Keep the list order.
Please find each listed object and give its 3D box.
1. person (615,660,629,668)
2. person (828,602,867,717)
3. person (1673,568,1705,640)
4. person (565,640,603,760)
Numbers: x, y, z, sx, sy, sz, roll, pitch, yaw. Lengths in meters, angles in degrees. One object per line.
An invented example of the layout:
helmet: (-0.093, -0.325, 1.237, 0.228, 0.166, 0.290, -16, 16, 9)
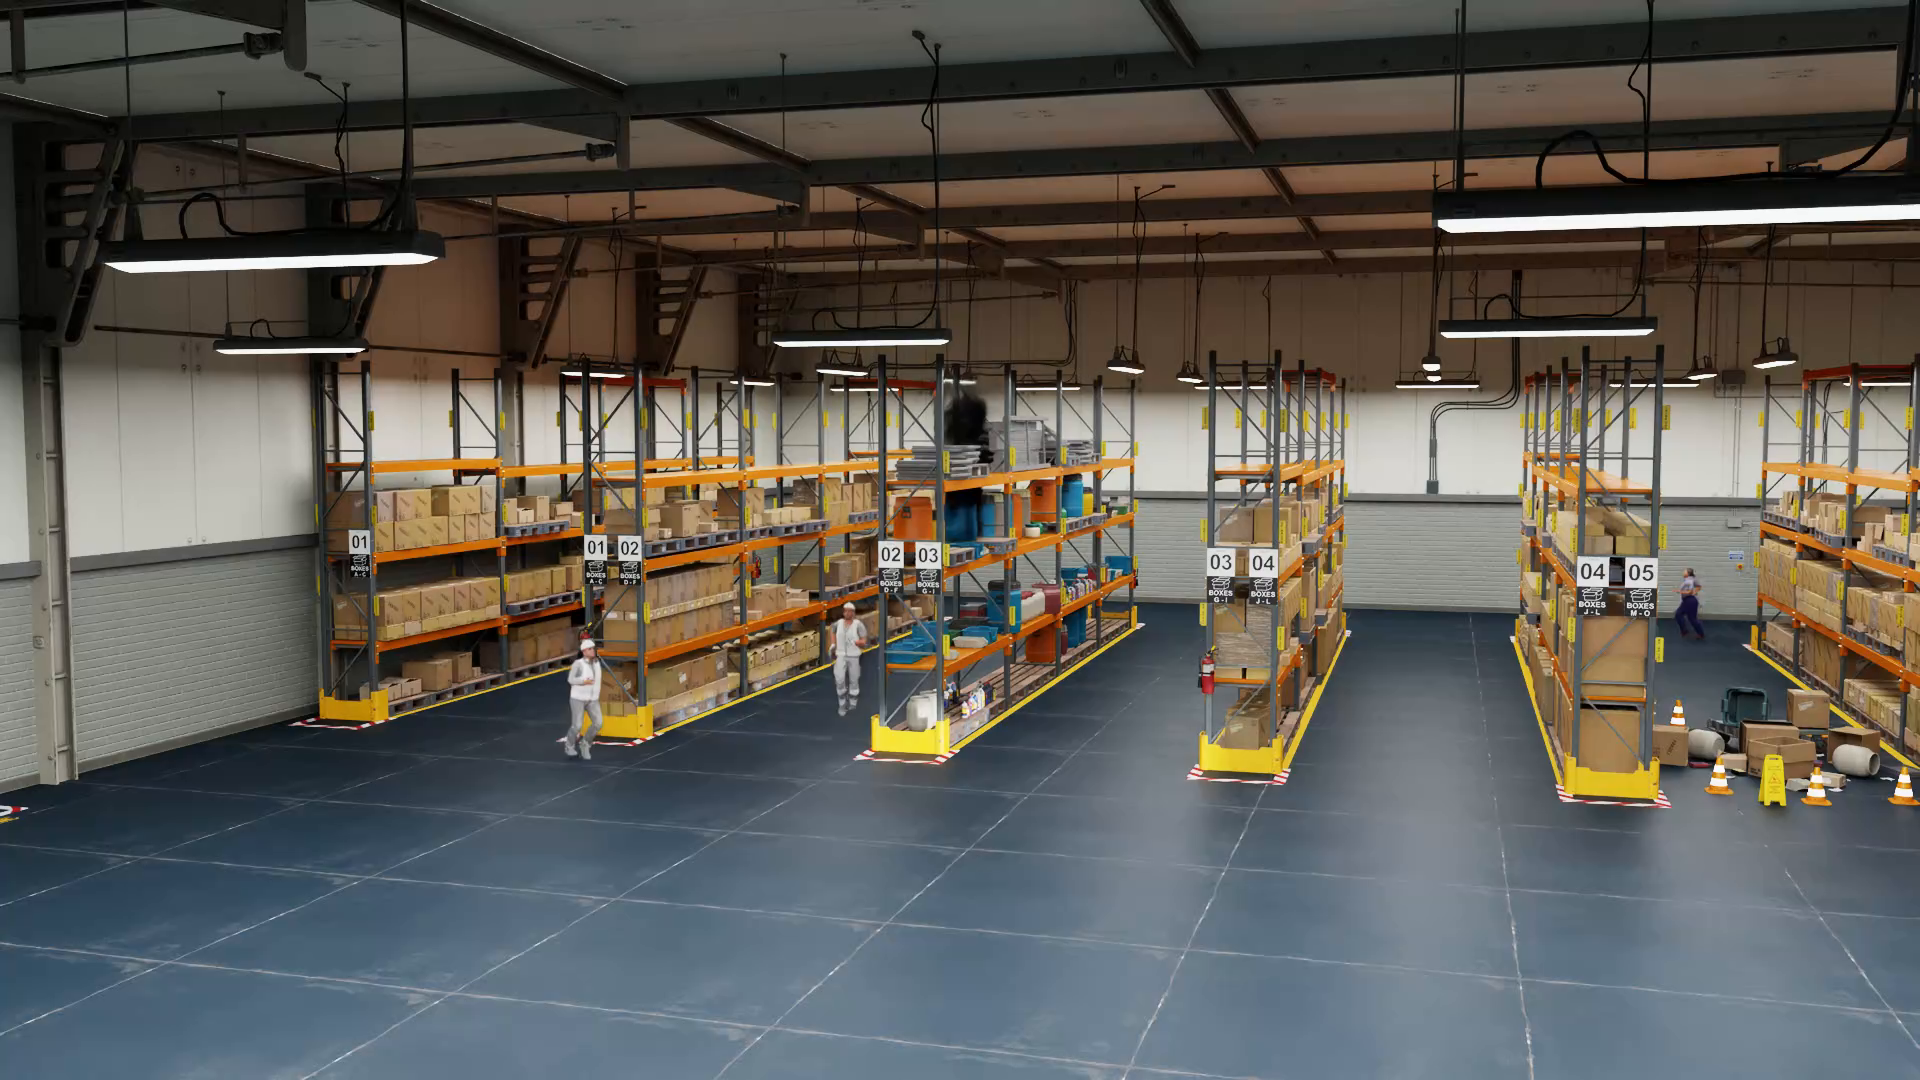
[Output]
person: (-6.286, 1.928, 31.068, 0.647, 1.716, 0.950, 0, 4, 4)
person: (-1.815, 1.924, 26.727, 0.641, 1.837, 0.690, 0, 4, 6)
person: (16.667, 1.478, 38.022, 0.721, 1.679, 0.601, 1, 4, 19)
person: (-5.518, 2.377, 24.679, 0.660, 1.796, 0.706, -4, 6, -44)
